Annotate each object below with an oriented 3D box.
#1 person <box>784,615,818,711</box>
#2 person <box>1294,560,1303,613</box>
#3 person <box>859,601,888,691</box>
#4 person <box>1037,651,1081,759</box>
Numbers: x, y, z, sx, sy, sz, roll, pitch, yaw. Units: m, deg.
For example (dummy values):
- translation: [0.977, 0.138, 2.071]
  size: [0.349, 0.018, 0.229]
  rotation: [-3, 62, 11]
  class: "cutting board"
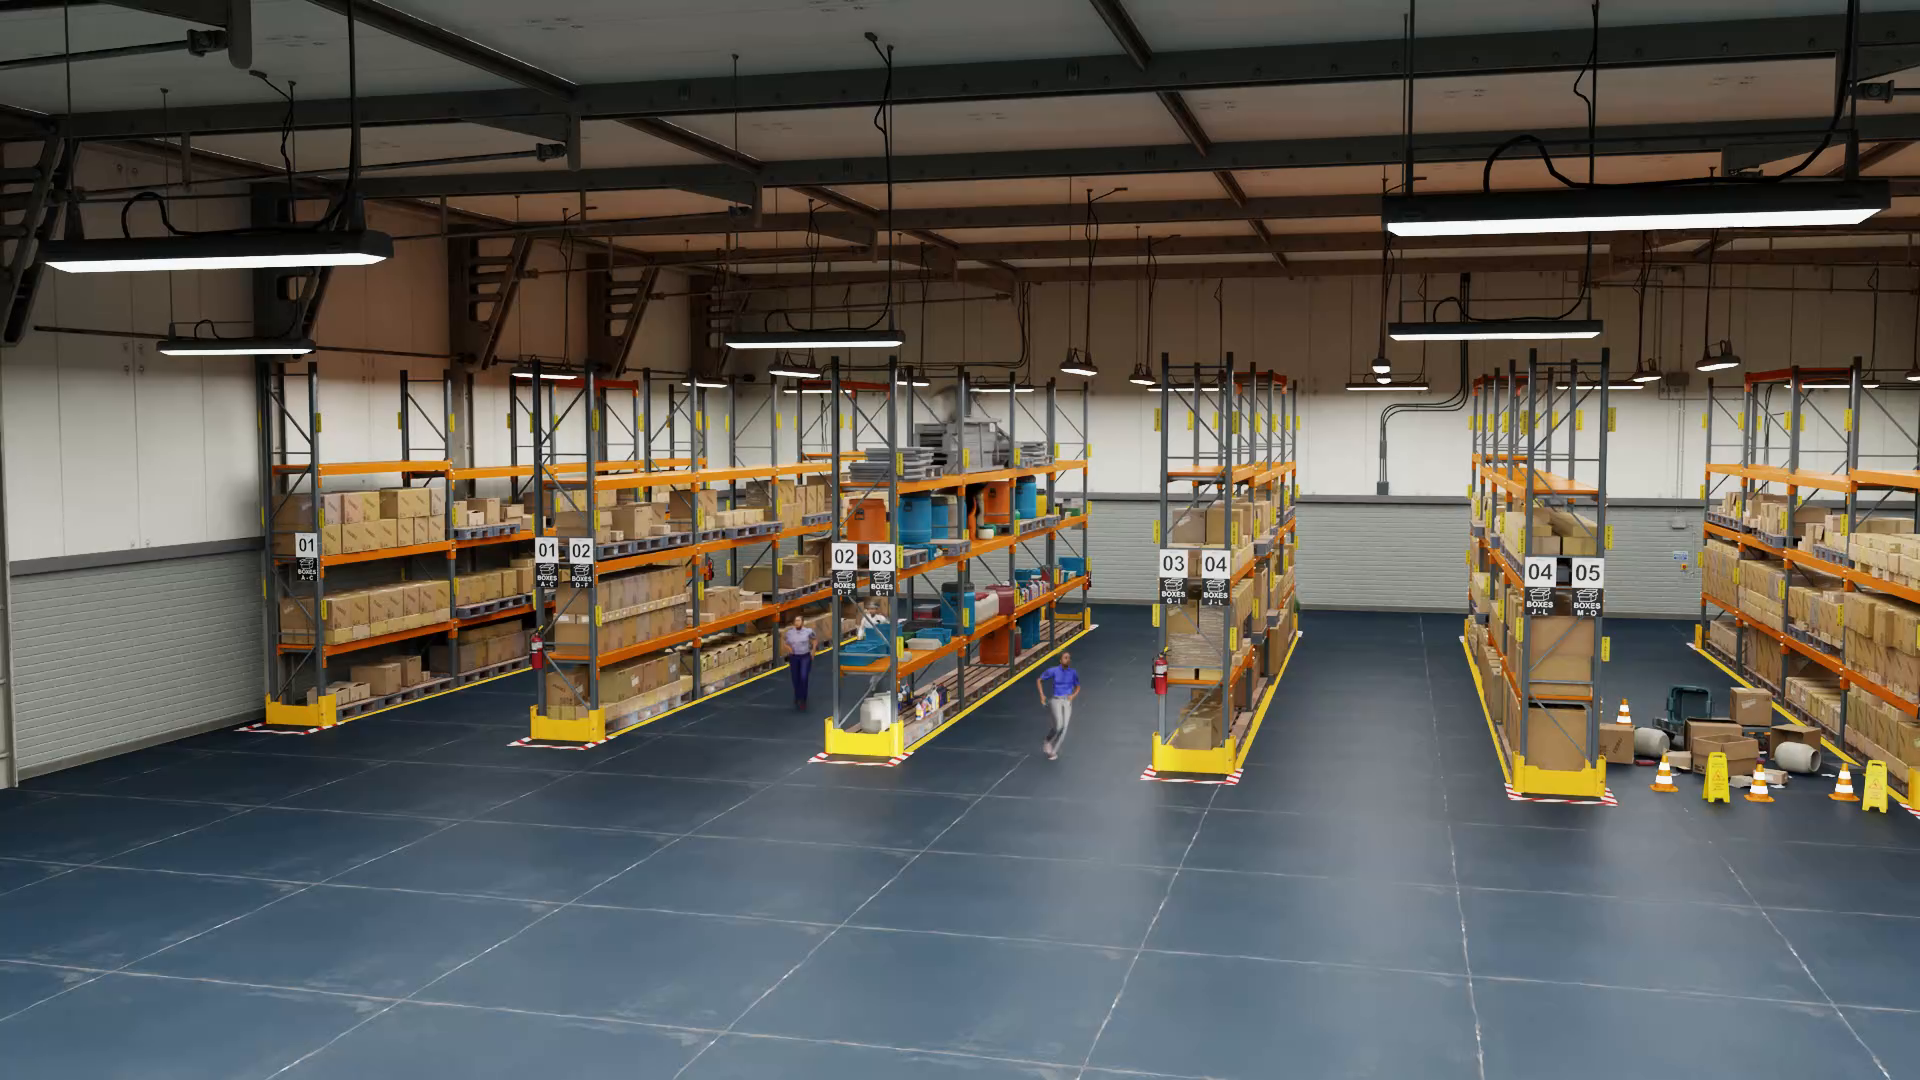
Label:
- translation: [-2.807, 2.148, 29.189]
  size: [0.555, 1.697, 0.760]
  rotation: [1, 4, 9]
  class: "person"
- translation: [7.966, 1.282, 40.187]
  size: [0.595, 1.753, 0.736]
  rotation: [2, 4, 25]
  class: "person"
- translation: [-1.608, 1.968, 31.345]
  size: [0.608, 1.674, 0.790]
  rotation: [1, 4, 13]
  class: "person"
- translation: [1.521, 2.509, 24.785]
  size: [0.610, 1.522, 0.541]
  rotation: [-1, 4, -20]
  class: "person"
